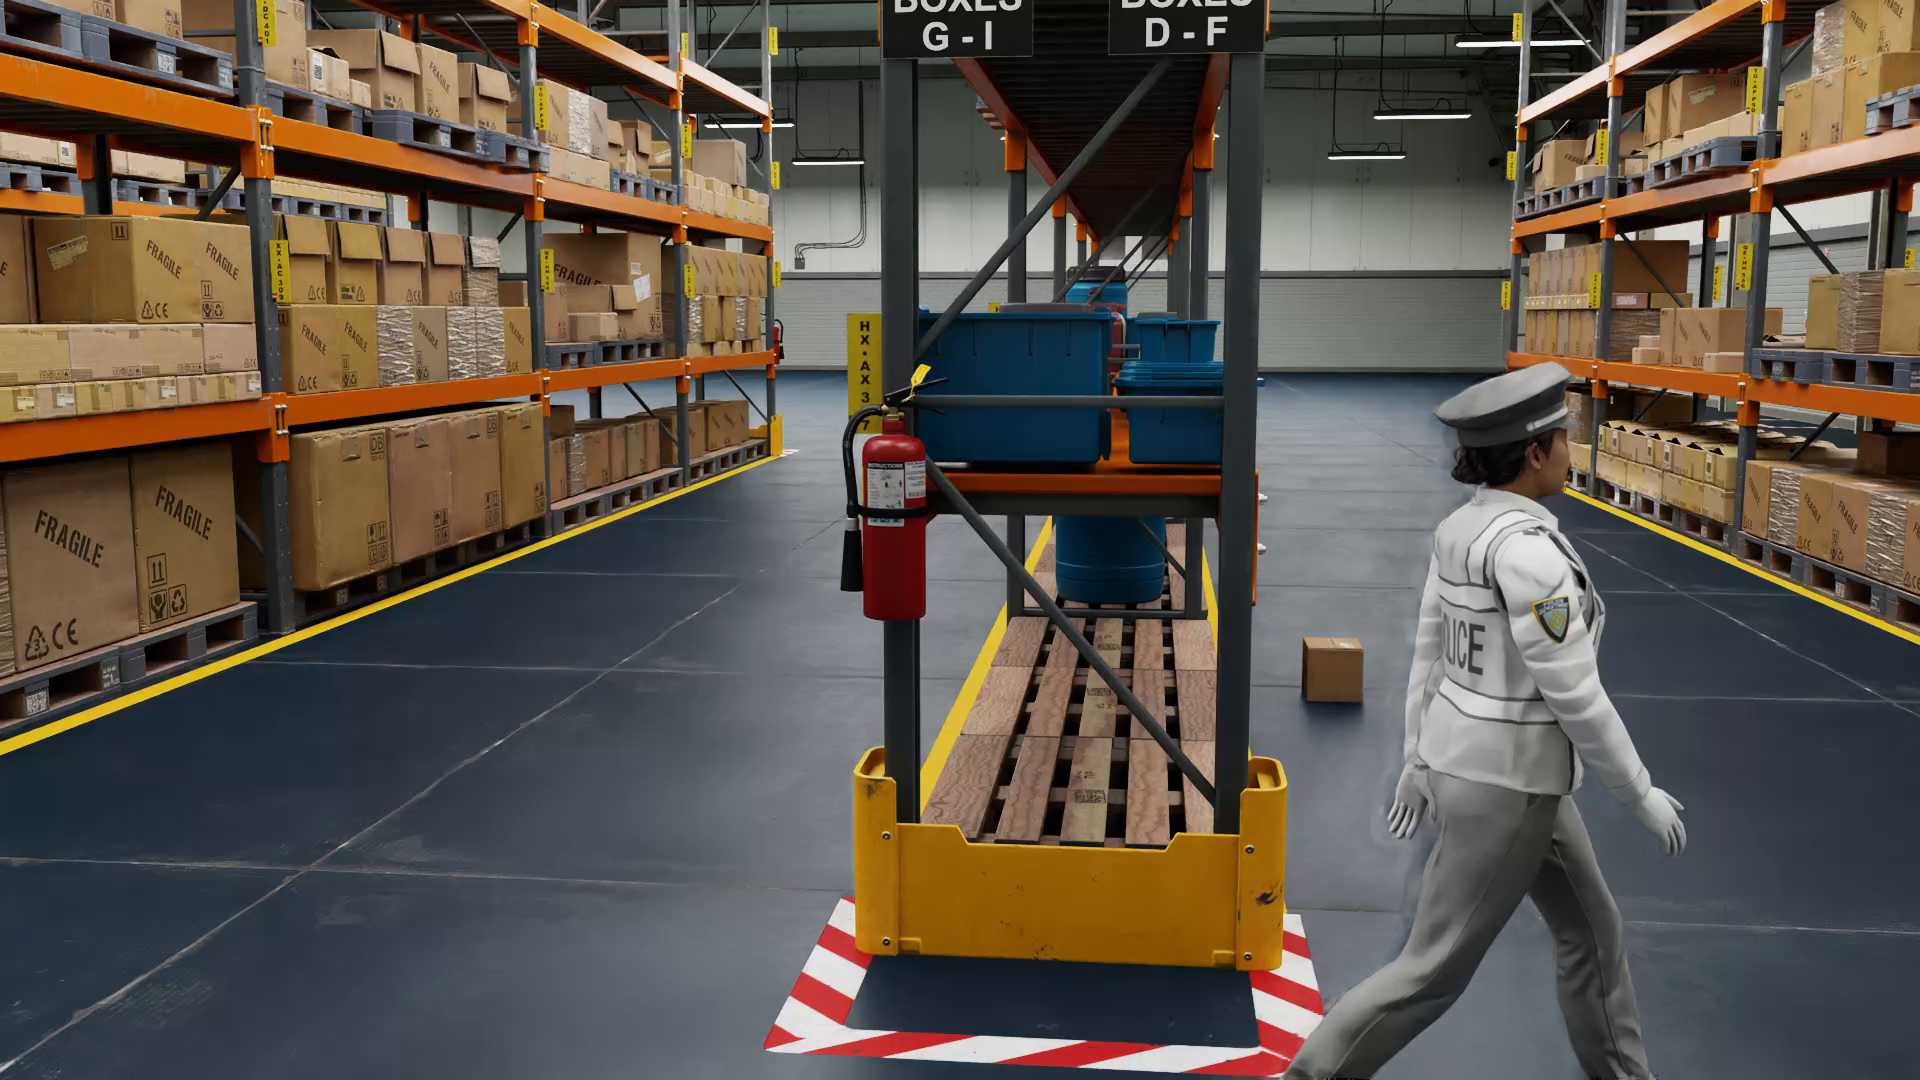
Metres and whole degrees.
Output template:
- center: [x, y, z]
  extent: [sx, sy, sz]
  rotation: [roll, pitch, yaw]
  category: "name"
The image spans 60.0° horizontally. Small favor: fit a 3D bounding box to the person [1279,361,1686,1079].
- center: [1.107, 0.460, 3.299]
  extent: [1.044, 1.622, 0.497]
  rotation: [1, 8, 4]
  category: "person"
